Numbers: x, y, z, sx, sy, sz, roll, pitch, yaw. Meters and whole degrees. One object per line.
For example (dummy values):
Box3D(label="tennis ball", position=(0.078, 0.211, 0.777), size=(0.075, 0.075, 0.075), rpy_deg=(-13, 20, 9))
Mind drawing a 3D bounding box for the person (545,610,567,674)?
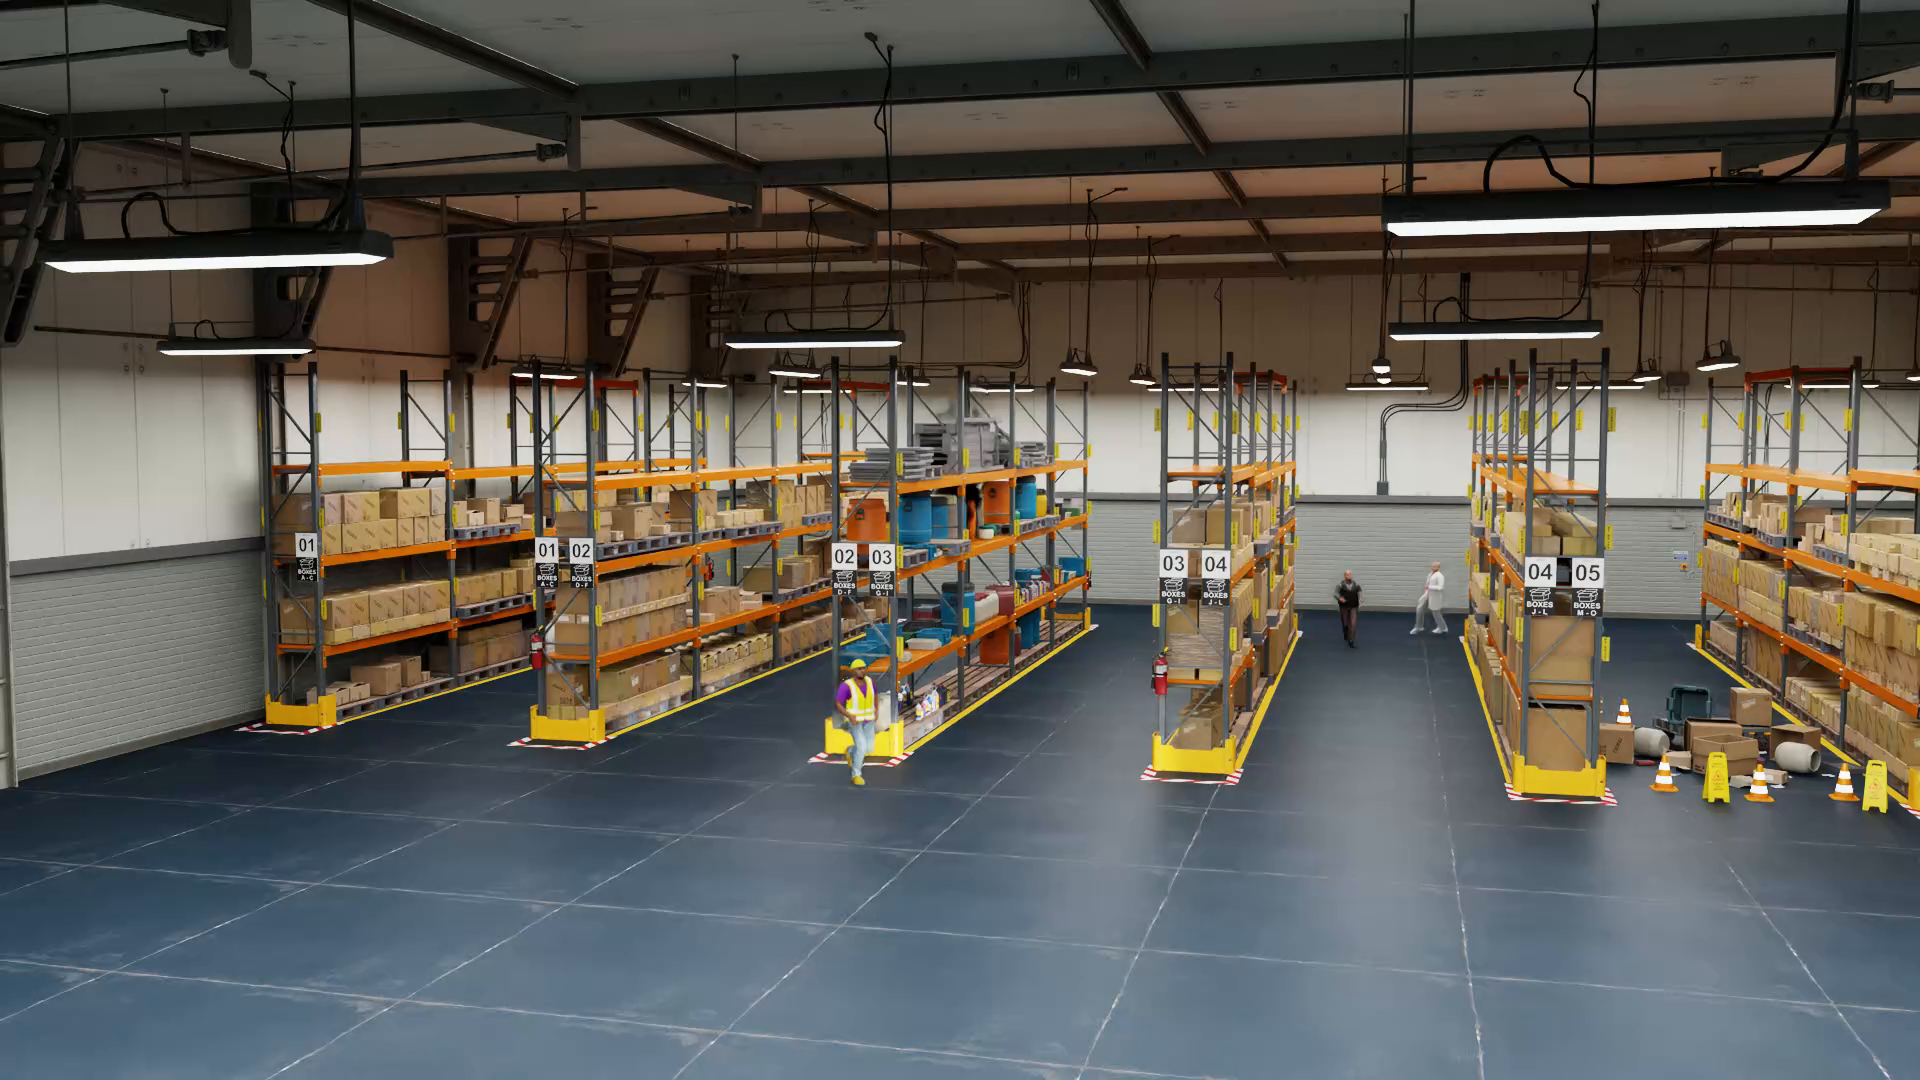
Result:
Box3D(label="person", position=(-7.306, 2.084, 30.080), size=(0.608, 1.623, 0.549), rpy_deg=(0, 4, 1))

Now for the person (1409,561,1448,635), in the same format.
Box3D(label="person", position=(11.102, 1.367, 38.922), size=(0.933, 1.744, 0.709), rpy_deg=(-1, 4, -16))

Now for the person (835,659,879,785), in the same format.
Box3D(label="person", position=(-1.428, 2.517, 23.218), size=(0.717, 1.739, 0.664), rpy_deg=(-3, 5, -35))

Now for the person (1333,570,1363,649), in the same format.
Box3D(label="person", position=(8.709, 1.536, 37.301), size=(0.674, 1.725, 0.918), rpy_deg=(1, 4, 8))
